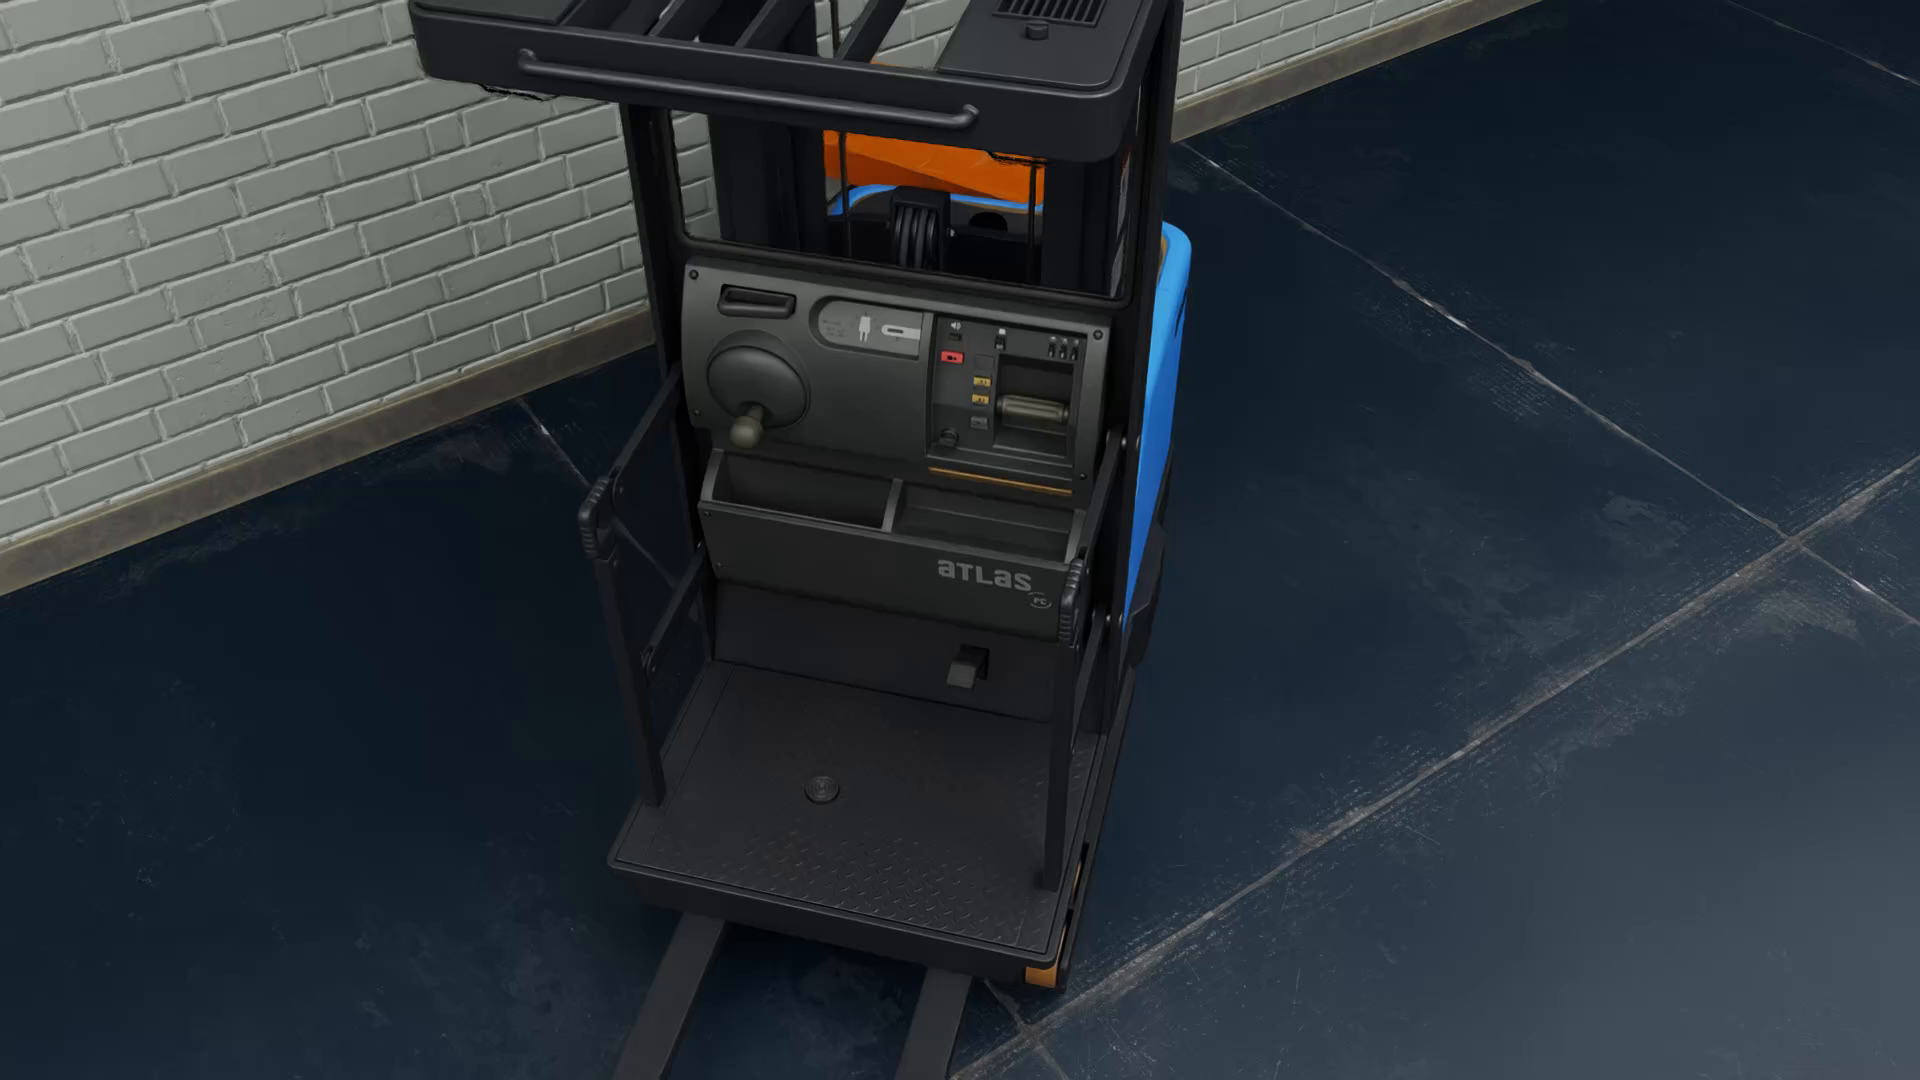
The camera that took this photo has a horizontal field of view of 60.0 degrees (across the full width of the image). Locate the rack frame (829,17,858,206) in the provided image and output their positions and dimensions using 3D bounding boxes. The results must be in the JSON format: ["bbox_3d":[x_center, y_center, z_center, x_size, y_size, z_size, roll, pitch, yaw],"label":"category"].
[{"bbox_3d":[-0.442,-1.140,5.629,0.032,1.125,0.500,22,48,21],"label":"rack frame"}]

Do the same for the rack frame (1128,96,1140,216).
[{"bbox_3d":[0.436,-0.786,5.259,0.032,1.125,0.500,22,48,21],"label":"rack frame"}]

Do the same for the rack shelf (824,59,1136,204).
[{"bbox_3d":[-0.003,-1.175,5.242,1.000,0.278,0.538,22,48,21],"label":"rack shelf"}]

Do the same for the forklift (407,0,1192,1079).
[{"bbox_3d":[-0.200,-0.261,3.401,1.130,2.935,3.031,10,45,10],"label":"forklift"}]

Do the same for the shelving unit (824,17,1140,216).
[{"bbox_3d":[-0.003,-0.963,5.444,1.048,1.125,0.538,22,48,21],"label":"shelving unit"}]

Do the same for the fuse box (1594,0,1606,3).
[{"bbox_3d":[3.099,-3.199,7.361,0.539,1.711,0.414,-26,49,-24],"label":"fuse box"}]
